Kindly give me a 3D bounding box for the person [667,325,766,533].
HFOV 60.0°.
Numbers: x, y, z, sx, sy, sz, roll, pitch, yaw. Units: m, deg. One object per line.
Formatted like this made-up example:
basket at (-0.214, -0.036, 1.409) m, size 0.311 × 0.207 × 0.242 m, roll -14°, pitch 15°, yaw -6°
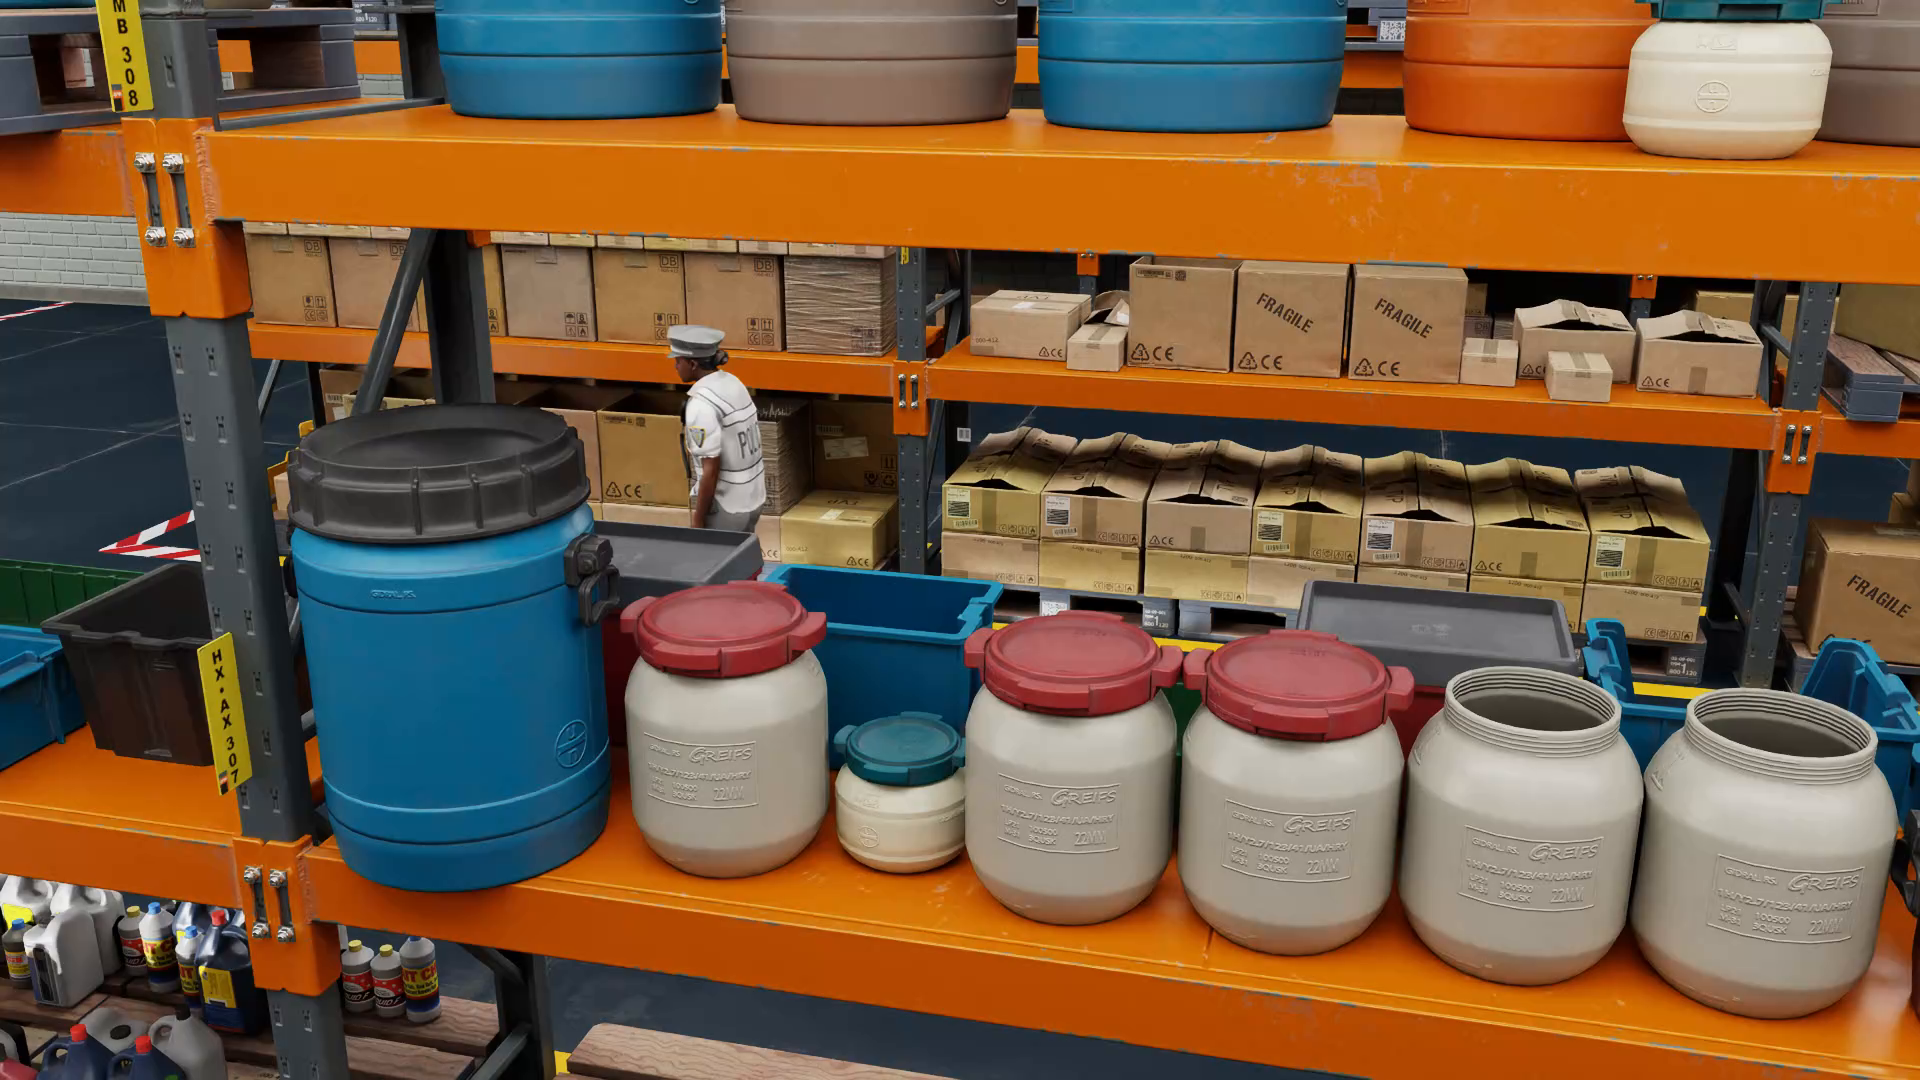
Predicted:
person at (-1.081, -0.143, 7.494) m, size 0.394 × 1.657 × 0.504 m, roll 4°, pitch 19°, yaw 12°
